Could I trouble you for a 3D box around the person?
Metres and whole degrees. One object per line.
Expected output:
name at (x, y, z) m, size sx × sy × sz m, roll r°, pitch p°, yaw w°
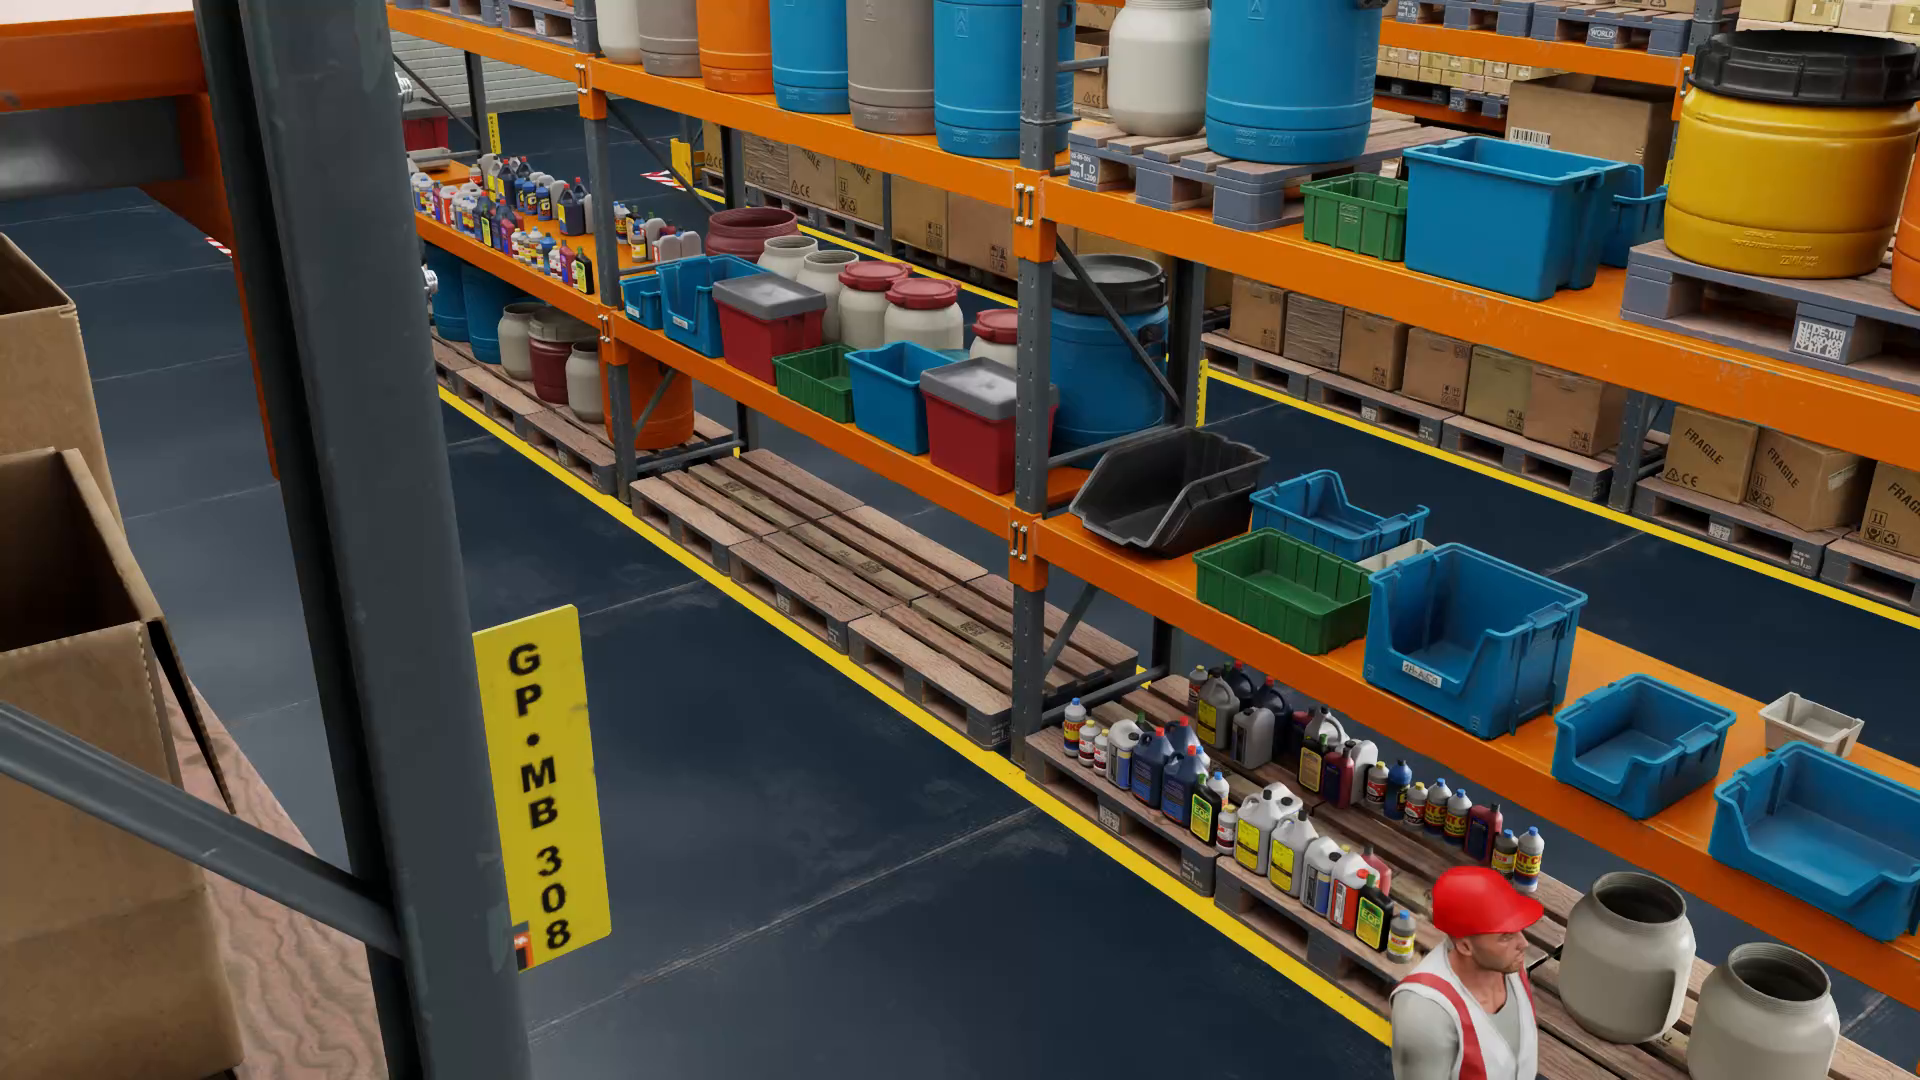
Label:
person at (1.384, 1.659, 4.402) m, size 0.528 × 1.728 × 1.017 m, roll -17°, pitch 29°, yaw -32°
